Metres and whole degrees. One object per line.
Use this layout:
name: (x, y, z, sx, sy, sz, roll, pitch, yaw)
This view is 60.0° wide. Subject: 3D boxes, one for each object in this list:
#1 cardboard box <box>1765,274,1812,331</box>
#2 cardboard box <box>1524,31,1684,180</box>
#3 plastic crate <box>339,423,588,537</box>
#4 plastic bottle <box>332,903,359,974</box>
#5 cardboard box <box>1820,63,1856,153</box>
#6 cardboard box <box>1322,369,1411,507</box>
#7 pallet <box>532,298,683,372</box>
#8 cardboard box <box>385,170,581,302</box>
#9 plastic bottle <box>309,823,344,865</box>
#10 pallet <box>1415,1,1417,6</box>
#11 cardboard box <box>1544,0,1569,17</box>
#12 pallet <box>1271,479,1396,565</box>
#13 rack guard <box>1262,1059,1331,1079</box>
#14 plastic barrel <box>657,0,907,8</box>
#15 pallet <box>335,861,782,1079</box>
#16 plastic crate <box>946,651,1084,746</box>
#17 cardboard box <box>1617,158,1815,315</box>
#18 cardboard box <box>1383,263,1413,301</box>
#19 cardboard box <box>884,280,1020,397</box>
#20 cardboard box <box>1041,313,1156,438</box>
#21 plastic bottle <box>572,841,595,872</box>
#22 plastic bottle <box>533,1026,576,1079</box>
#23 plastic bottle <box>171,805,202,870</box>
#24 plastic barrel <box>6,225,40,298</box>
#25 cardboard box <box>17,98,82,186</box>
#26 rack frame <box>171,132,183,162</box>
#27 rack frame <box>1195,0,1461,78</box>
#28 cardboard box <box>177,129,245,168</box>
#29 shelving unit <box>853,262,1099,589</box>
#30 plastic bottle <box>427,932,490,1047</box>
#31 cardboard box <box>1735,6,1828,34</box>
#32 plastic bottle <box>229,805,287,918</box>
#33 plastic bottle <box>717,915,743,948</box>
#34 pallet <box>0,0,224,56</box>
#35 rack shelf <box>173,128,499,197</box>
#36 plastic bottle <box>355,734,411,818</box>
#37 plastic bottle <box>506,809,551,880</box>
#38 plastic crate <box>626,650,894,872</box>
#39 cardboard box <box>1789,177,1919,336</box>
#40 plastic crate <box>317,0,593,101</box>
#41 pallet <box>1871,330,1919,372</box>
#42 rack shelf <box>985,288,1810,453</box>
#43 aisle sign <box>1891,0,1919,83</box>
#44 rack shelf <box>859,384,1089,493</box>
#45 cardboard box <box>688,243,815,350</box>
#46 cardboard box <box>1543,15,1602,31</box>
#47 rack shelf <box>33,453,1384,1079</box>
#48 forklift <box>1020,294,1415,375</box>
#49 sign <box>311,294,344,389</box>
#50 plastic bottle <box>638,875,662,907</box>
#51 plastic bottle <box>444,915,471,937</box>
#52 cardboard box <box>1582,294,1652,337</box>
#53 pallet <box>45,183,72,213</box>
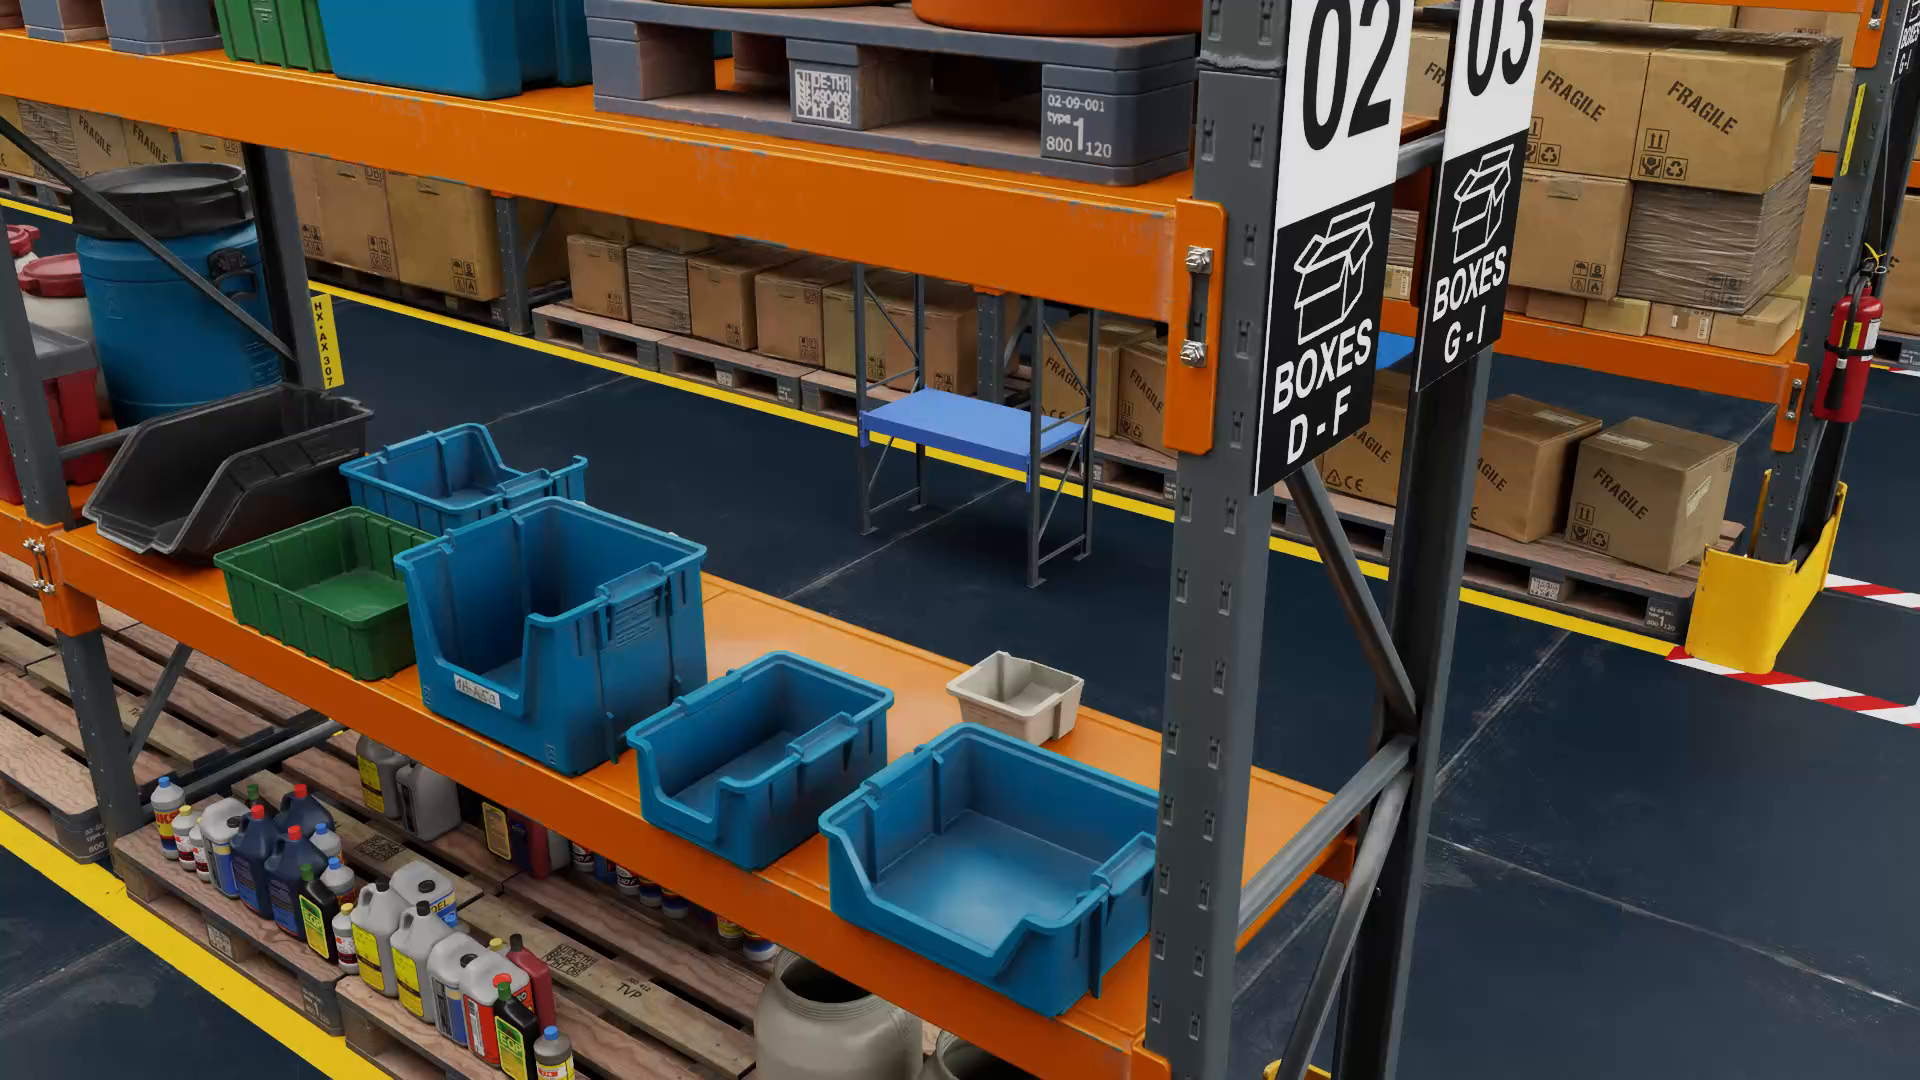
cardboard box: (3.555, -1.041, 7.203, 0.250, 0.149, 0.380, 17, 29, 33)
cardboard box: (2.649, -1.822, 6.931, 0.500, 0.500, 0.500, 17, 29, 33)
plastic crate: (-1.482, -0.131, 5.011, 0.616, 0.251, 0.499, 17, 29, 33)
plastic bottle: (-1.770, 1.151, 4.843, 0.097, 0.201, 0.097, 0, 24, 0)
cardboard box: (5.919, -2.855, 10.824, 0.550, 0.550, 0.875, 17, 29, 33)
cardboard box: (2.162, -0.505, 8.256, 0.500, 0.500, 0.500, 20, 31, 38)
pallet: (-2.137, -1.479, 11.345, 1.213, 0.211, 1.003, 17, 29, 33)
cardboard box: (-3.301, -2.338, 11.950, 0.875, 0.875, 1.225, 15, 28, 31)
plastic bottle: (-1.945, 0.993, 5.113, 0.097, 0.271, 0.097, 0, 24, 0)
pallet: (4.791, -5.588, 17.451, 1.213, 0.211, 1.003, 17, 29, 33)
cardboard box: (4.280, -3.920, 11.901, 0.550, 0.550, 0.875, 17, 29, 33)
pallet: (1.979, -0.255, 8.567, 1.213, 0.211, 1.003, 17, 29, 33)
rack guard: (0.581, 1.729, 3.706, 0.348, 0.500, 1.175, 17, 29, 33)
plastic barrel: (-0.318, -1.297, 3.000, 0.600, 0.588, 0.600, 0, 24, 0)
pallet: (-1.038, 1.368, 4.884, 1.213, 0.211, 1.003, 17, 29, 33)
plastic crate: (0.147, 0.389, 3.975, 0.250, 0.136, 0.298, 17, 29, 33)
cardboard box: (3.217, -1.334, 7.063, 0.500, 0.500, 0.875, 17, 29, 33)
cardboard box: (2.025, -1.226, 7.624, 0.250, 0.149, 0.380, 17, 29, 33)
cardboard box: (-0.039, -1.190, 9.785, 0.500, 0.500, 0.700, 14, 28, 29)
cardboard box: (0.736, -0.916, 9.187, 0.500, 0.500, 0.500, 16, 28, 32)
plastic bottle: (-1.192, 0.948, 5.304, 0.097, 0.201, 0.097, 0, 24, 0)
plastic bottle: (-1.063, 1.365, 4.357, 0.097, 0.201, 0.097, 0, 24, 0)
plastic bottle: (-2.457, 0.943, 5.314, 0.097, 0.201, 0.097, 0, 24, 0)
plastic barrel: (-3.752, -0.921, 6.451, 0.433, 0.535, 0.433, 0, 24, 0)
cardboard box: (-7.874, -3.750, 15.155, 0.875, 0.875, 0.875, 17, 29, 33)
rack frame: (-5.962, -3.912, 13.408, 0.127, 3.000, 1.000, 17, 29, 33)
rack frame: (0.670, -2.157, 1.985, 0.127, 3.000, 1.000, 17, 29, 33)
cardboard box: (-5.438, -2.983, 13.415, 0.875, 0.875, 1.225, 17, 29, 33)
shelving unit: (0.068, -0.666, 7.901, 1.048, 1.500, 0.538, 17, 29, 33)
plastic bottle: (-1.359, 1.227, 4.577, 0.135, 0.276, 0.152, 16, 28, 32)
cardboard box: (5.560, -3.533, 11.023, 0.550, 0.550, 0.875, 17, 29, 33)
plastic bottle: (-2.134, 0.961, 5.089, 0.185, 0.351, 0.144, 18, 29, 35)
plastic bottle: (-0.677, 1.103, 4.950, 0.097, 0.201, 0.097, 0, 24, 0)
pallet: (-1.895, -1.522, 4.499, 1.003, 0.211, 1.213, 17, 29, 33)
rack shelf: (-4.361, -3.099, 12.455, 4.000, 0.370, 1.077, 17, 29, 33)
plastic bottle: (-1.929, 0.741, 5.588, 0.185, 0.351, 0.144, 17, 29, 33)
plastic bottle: (-1.366, 0.925, 5.254, 0.133, 0.283, 0.061, 17, 29, 33)
plastic crate: (-0.426, 0.473, 3.641, 0.408, 0.251, 0.499, 17, 29, 33)
cardboard box: (6.114, -1.948, 11.066, 0.875, 0.875, 0.875, 17, 29, 34)
plastic crate: (-1.037, -1.141, 3.419, 0.575, 0.384, 0.392, 17, 29, 33)
pallet: (6.009, -1.478, 11.342, 1.213, 0.211, 1.003, 17, 29, 33)
rack shelf: (2.040, -1.164, 8.064, 4.000, 0.370, 1.077, 17, 29, 33)
aisle sign: (3.510, -2.088, 6.044, 0.004, 0.787, 0.394, 17, 29, 33)
rack shelf: (0.068, -0.501, 7.973, 1.000, 0.185, 0.538, 17, 29, 33)
cardboard box: (-1.304, -1.581, 10.673, 0.500, 0.500, 0.700, 20, 31, 38)
cardboard box: (2.567, -2.114, 7.594, 0.500, 0.500, 0.500, 17, 29, 33)
rack shelf: (-0.930, 0.434, 4.437, 4.000, 0.370, 1.077, 17, 29, 33)
forklift: (1.337, -2.448, 10.171, 3.031, 2.935, 1.130, 16, 29, 32)
sign: (-2.192, -0.681, 5.731, 0.005, 0.325, 0.100, 17, 29, 33)
plastic bottle: (-0.948, 0.989, 5.122, 0.097, 0.271, 0.097, 0, 24, 0)
plastic bottle: (-1.456, 1.173, 4.792, 0.097, 0.201, 0.097, 0, 24, 0)
cardboard box: (2.858, -1.002, 7.115, 0.250, 0.149, 0.380, 17, 29, 33)
pallet: (-7.504, -3.139, 15.114, 1.213, 0.211, 1.003, 17, 29, 33)
